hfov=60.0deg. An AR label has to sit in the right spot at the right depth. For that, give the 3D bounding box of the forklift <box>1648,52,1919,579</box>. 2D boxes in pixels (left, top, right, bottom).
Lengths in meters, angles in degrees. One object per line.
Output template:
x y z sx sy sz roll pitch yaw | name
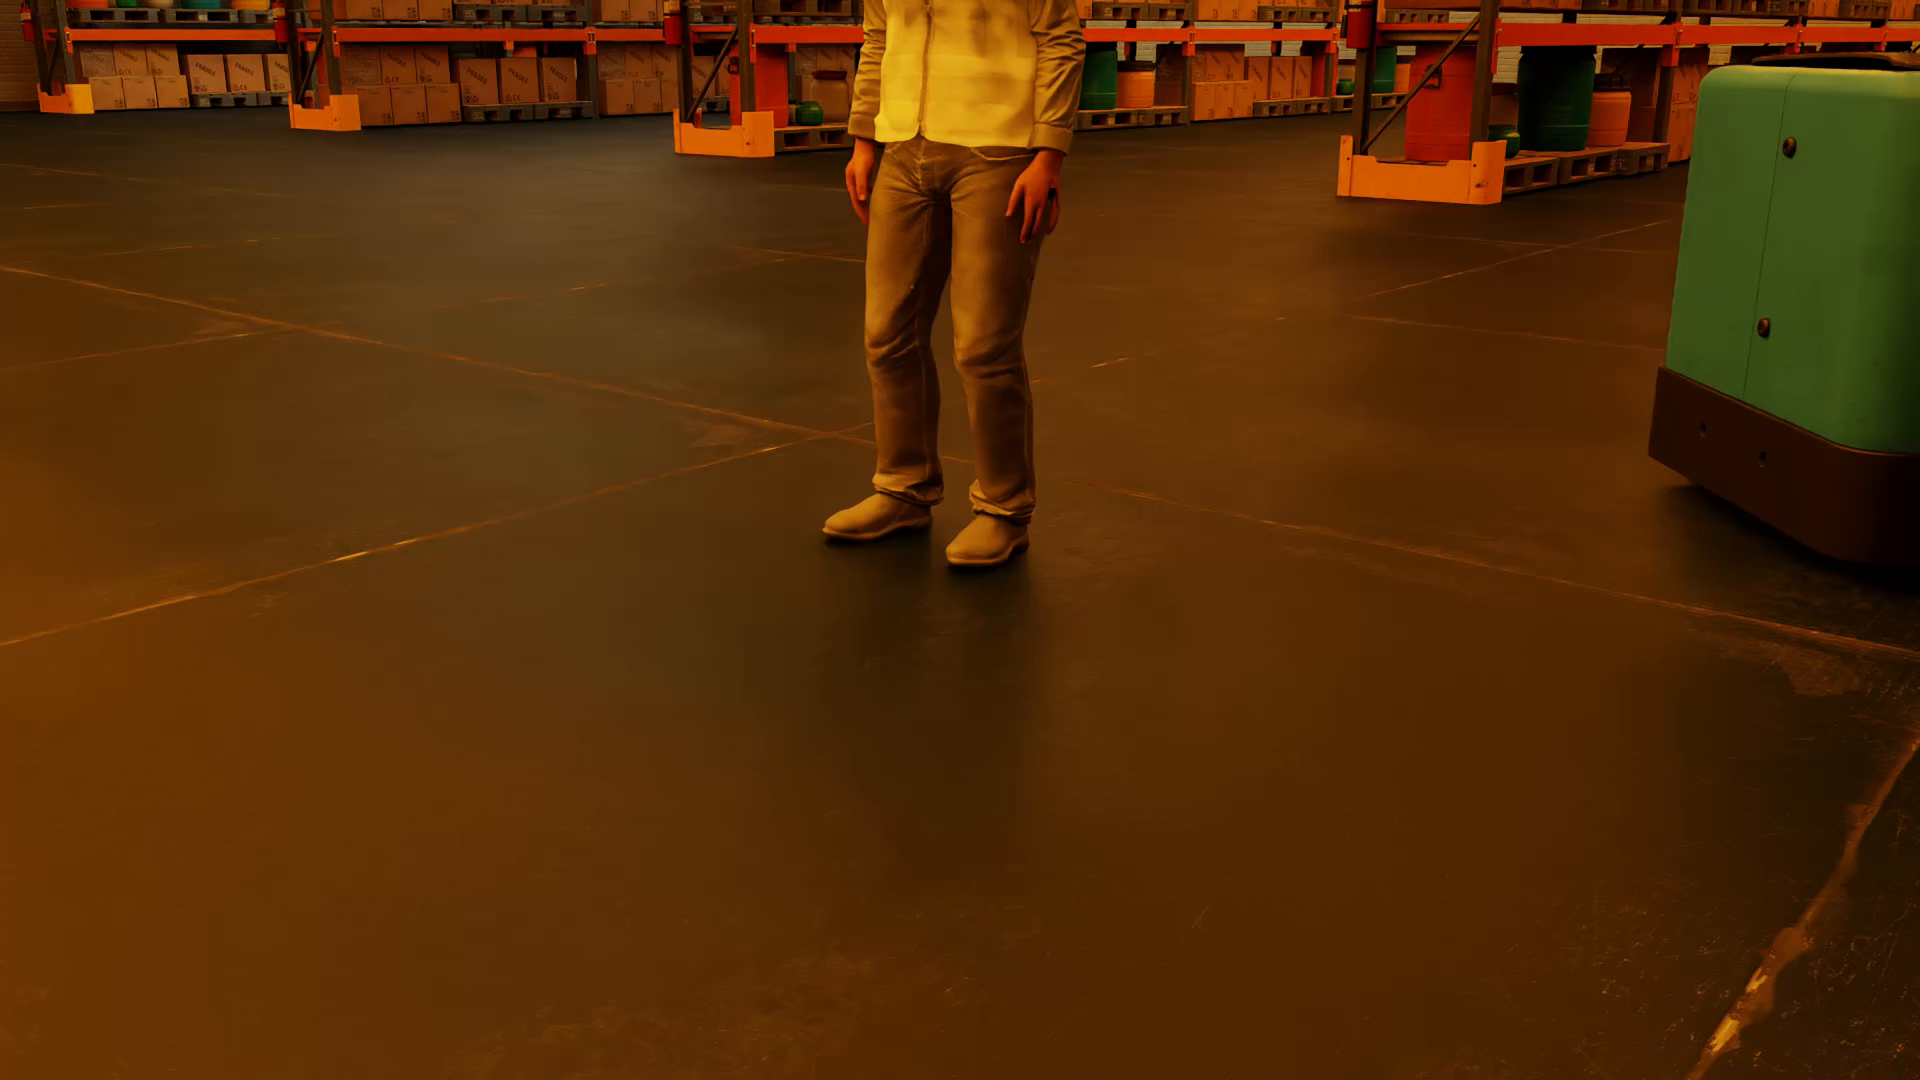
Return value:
3.360 -1.442 3.647 3.031 2.935 1.130 0 17 -1 | forklift

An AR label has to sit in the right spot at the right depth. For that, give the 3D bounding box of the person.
-0.008 -0.839 3.661 0.580 1.770 0.463 13 21 36 | person
